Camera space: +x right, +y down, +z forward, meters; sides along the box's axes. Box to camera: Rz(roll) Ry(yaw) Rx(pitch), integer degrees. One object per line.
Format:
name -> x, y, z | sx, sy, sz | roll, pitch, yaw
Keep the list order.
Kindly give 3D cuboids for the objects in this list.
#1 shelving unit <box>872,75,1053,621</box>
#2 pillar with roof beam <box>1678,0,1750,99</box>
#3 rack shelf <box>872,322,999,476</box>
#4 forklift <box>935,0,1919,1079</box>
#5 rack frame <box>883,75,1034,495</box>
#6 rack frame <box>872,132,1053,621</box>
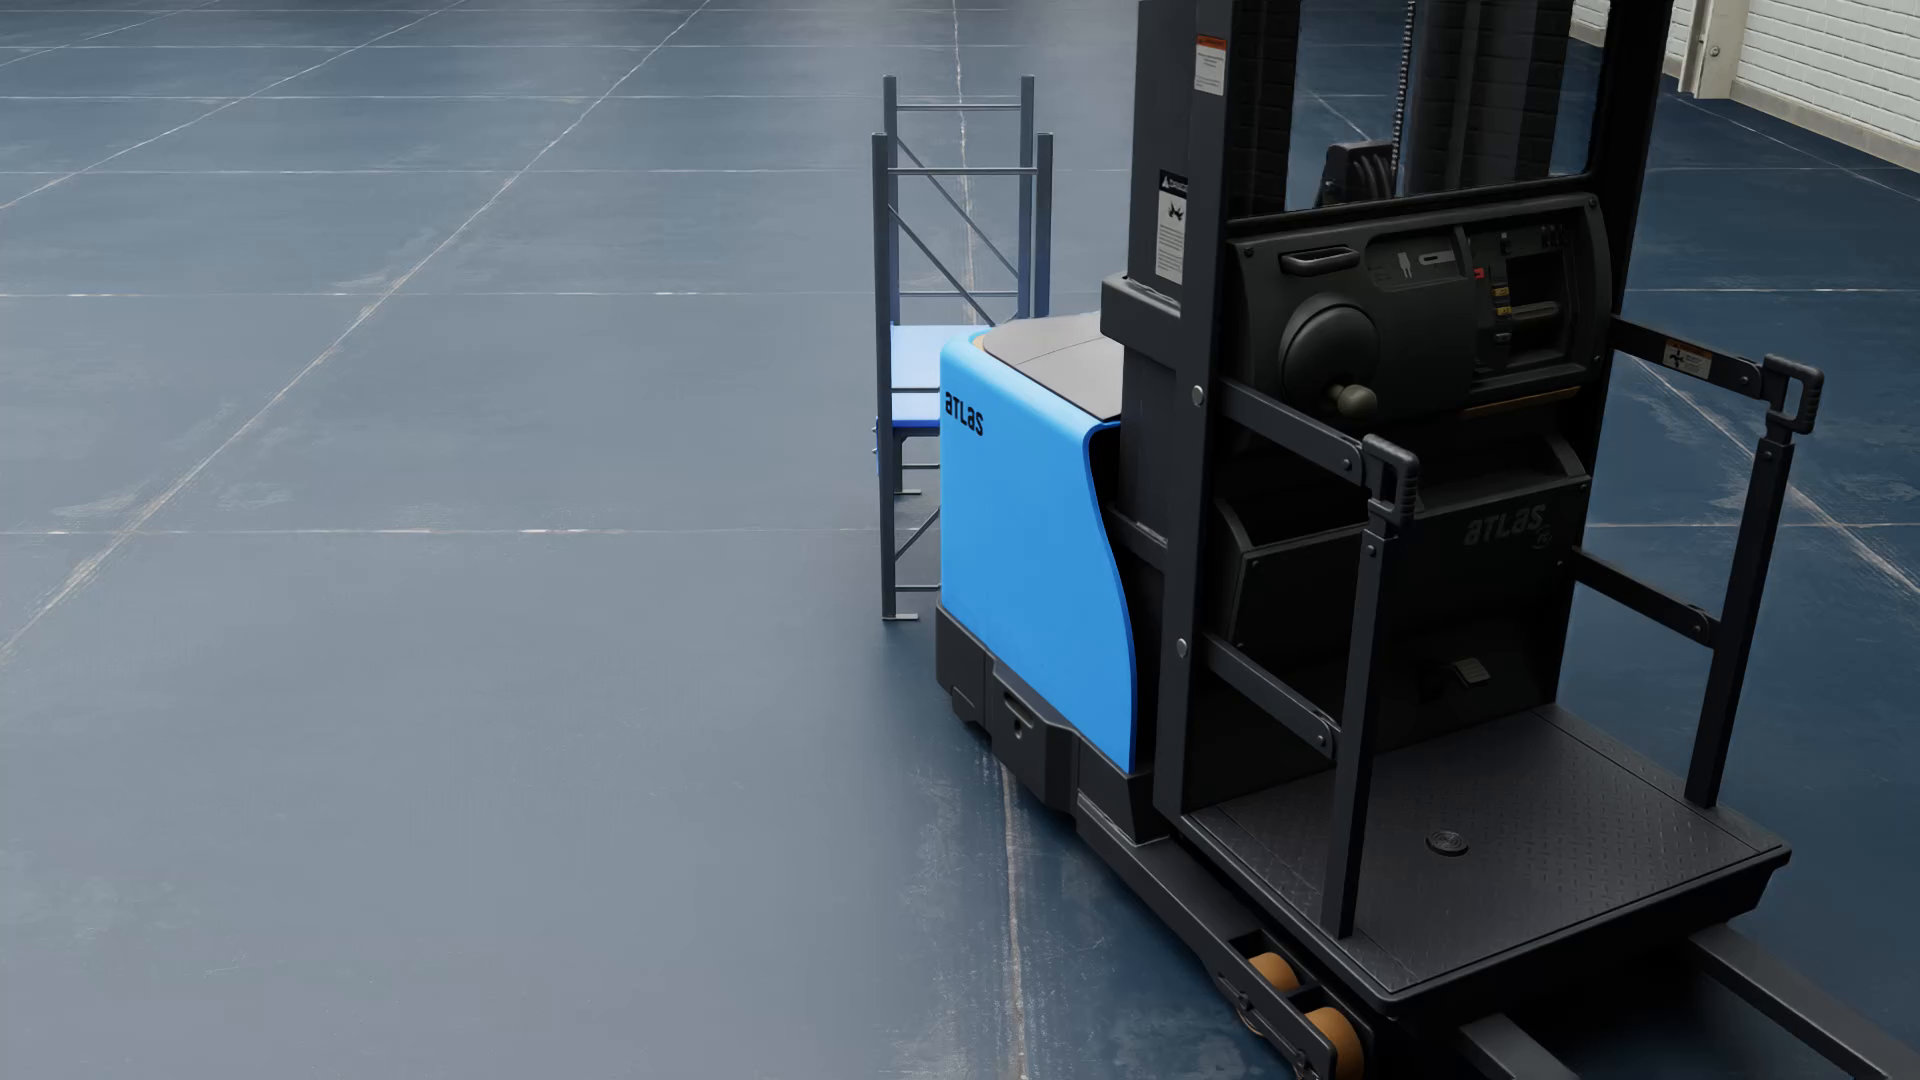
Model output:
shelving unit -> 0.001, -0.648, 5.363 | 0.538, 1.500, 1.048 | 0, 24, -1
pillar with roof beam -> 2.012, -7.858, 12.204 | 9.100, 9.000, 0.400 | 0, 24, -1
rack shelf -> 0.001, -0.484, 5.437 | 0.538, 0.185, 1.000 | 0, 24, -1
forklift -> 1.046, -0.443, 3.172 | 1.130, 2.935, 3.031 | -12, 27, -24
rack frame -> -0.005, -0.858, 5.826 | 0.500, 1.500, 0.032 | 0, 24, -1
rack frame -> 0.006, -0.439, 4.900 | 0.500, 1.500, 0.032 | 0, 24, -1
